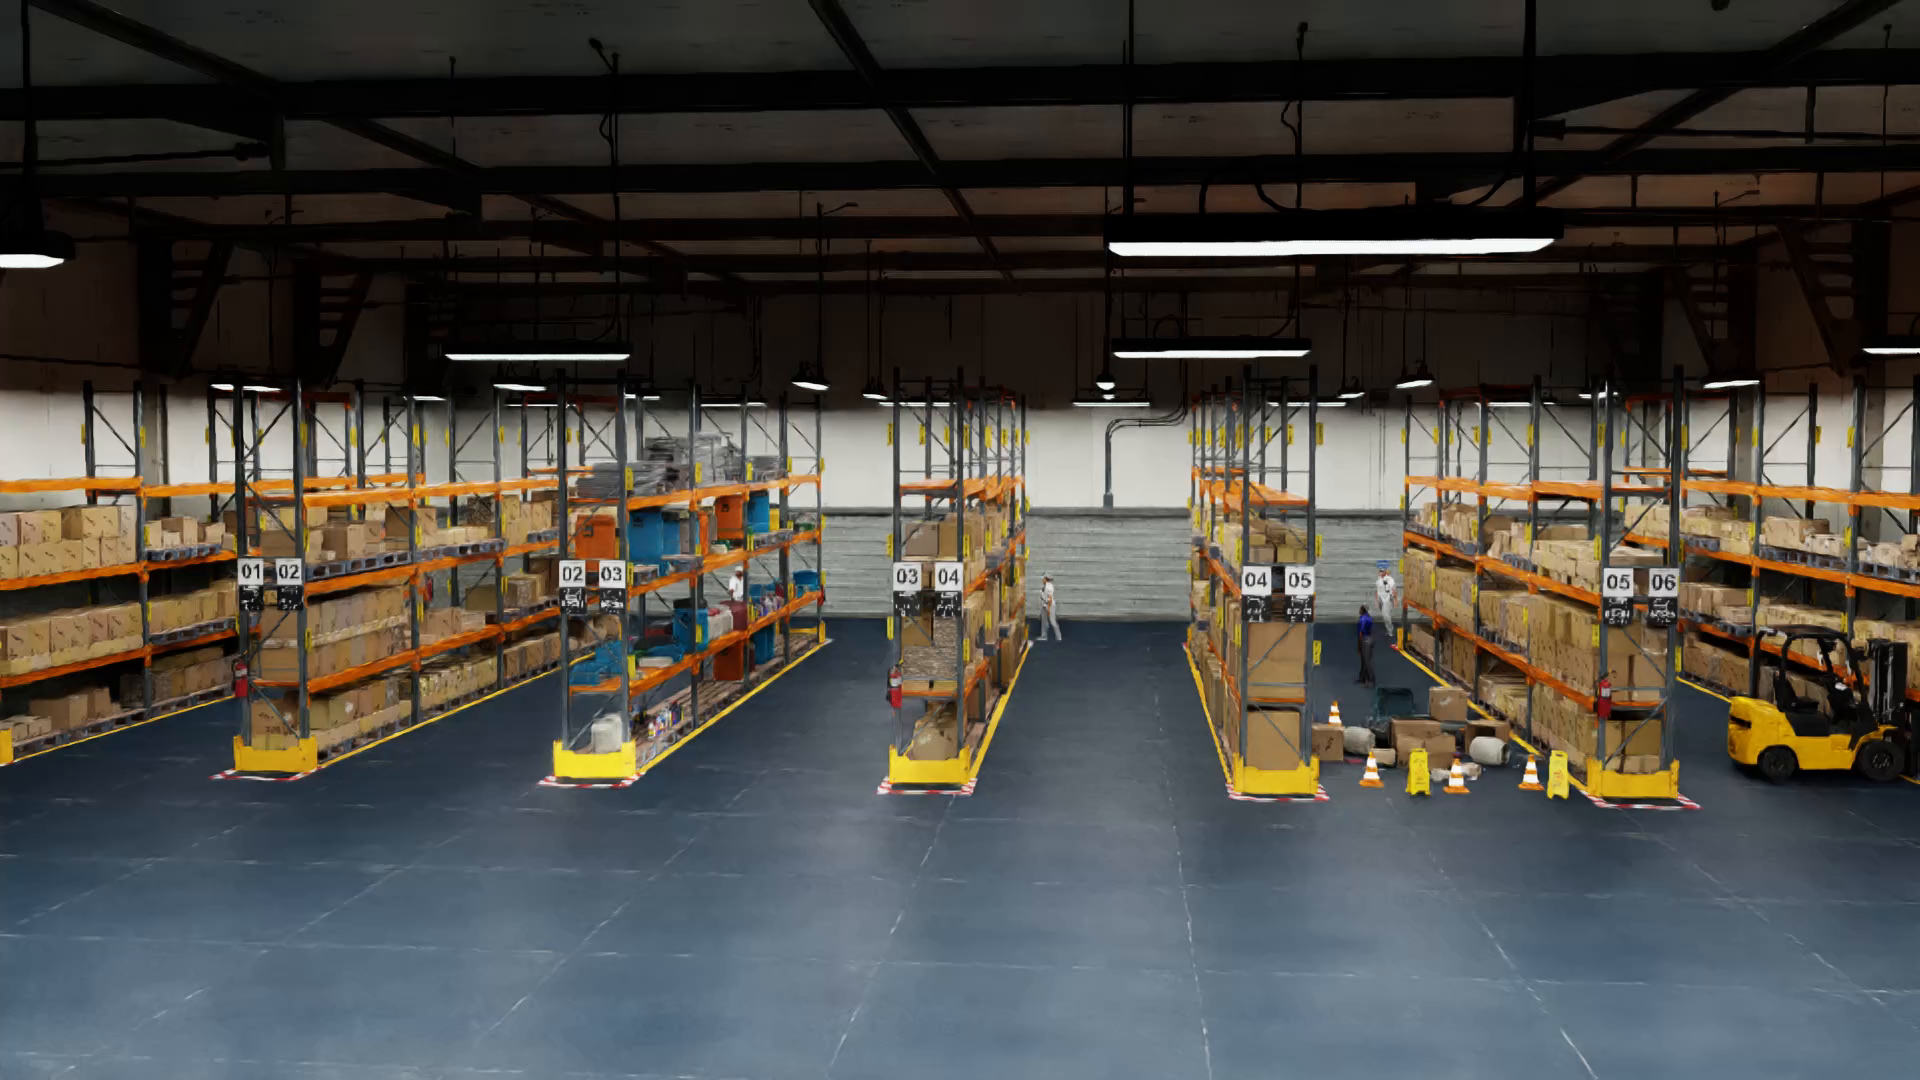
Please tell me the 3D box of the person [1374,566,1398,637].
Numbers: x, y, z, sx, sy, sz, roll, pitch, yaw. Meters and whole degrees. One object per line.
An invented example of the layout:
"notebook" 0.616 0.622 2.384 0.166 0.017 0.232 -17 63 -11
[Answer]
"person" 10.733 1.523 41.824 0.490 1.761 0.667 -2 4 -30

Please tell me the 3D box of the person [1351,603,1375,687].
"person" 8.107 2.087 33.404 0.560 1.651 0.587 2 4 30

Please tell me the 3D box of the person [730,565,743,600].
"person" -5.637 1.515 41.792 0.465 1.761 0.722 2 4 31

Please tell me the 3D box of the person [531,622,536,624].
"person" -11.597 1.358 44.446 0.691 1.758 0.515 -3 4 -35

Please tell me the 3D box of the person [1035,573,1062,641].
"person" 2.175 1.640 40.762 0.612 1.651 0.661 -1 4 -8
